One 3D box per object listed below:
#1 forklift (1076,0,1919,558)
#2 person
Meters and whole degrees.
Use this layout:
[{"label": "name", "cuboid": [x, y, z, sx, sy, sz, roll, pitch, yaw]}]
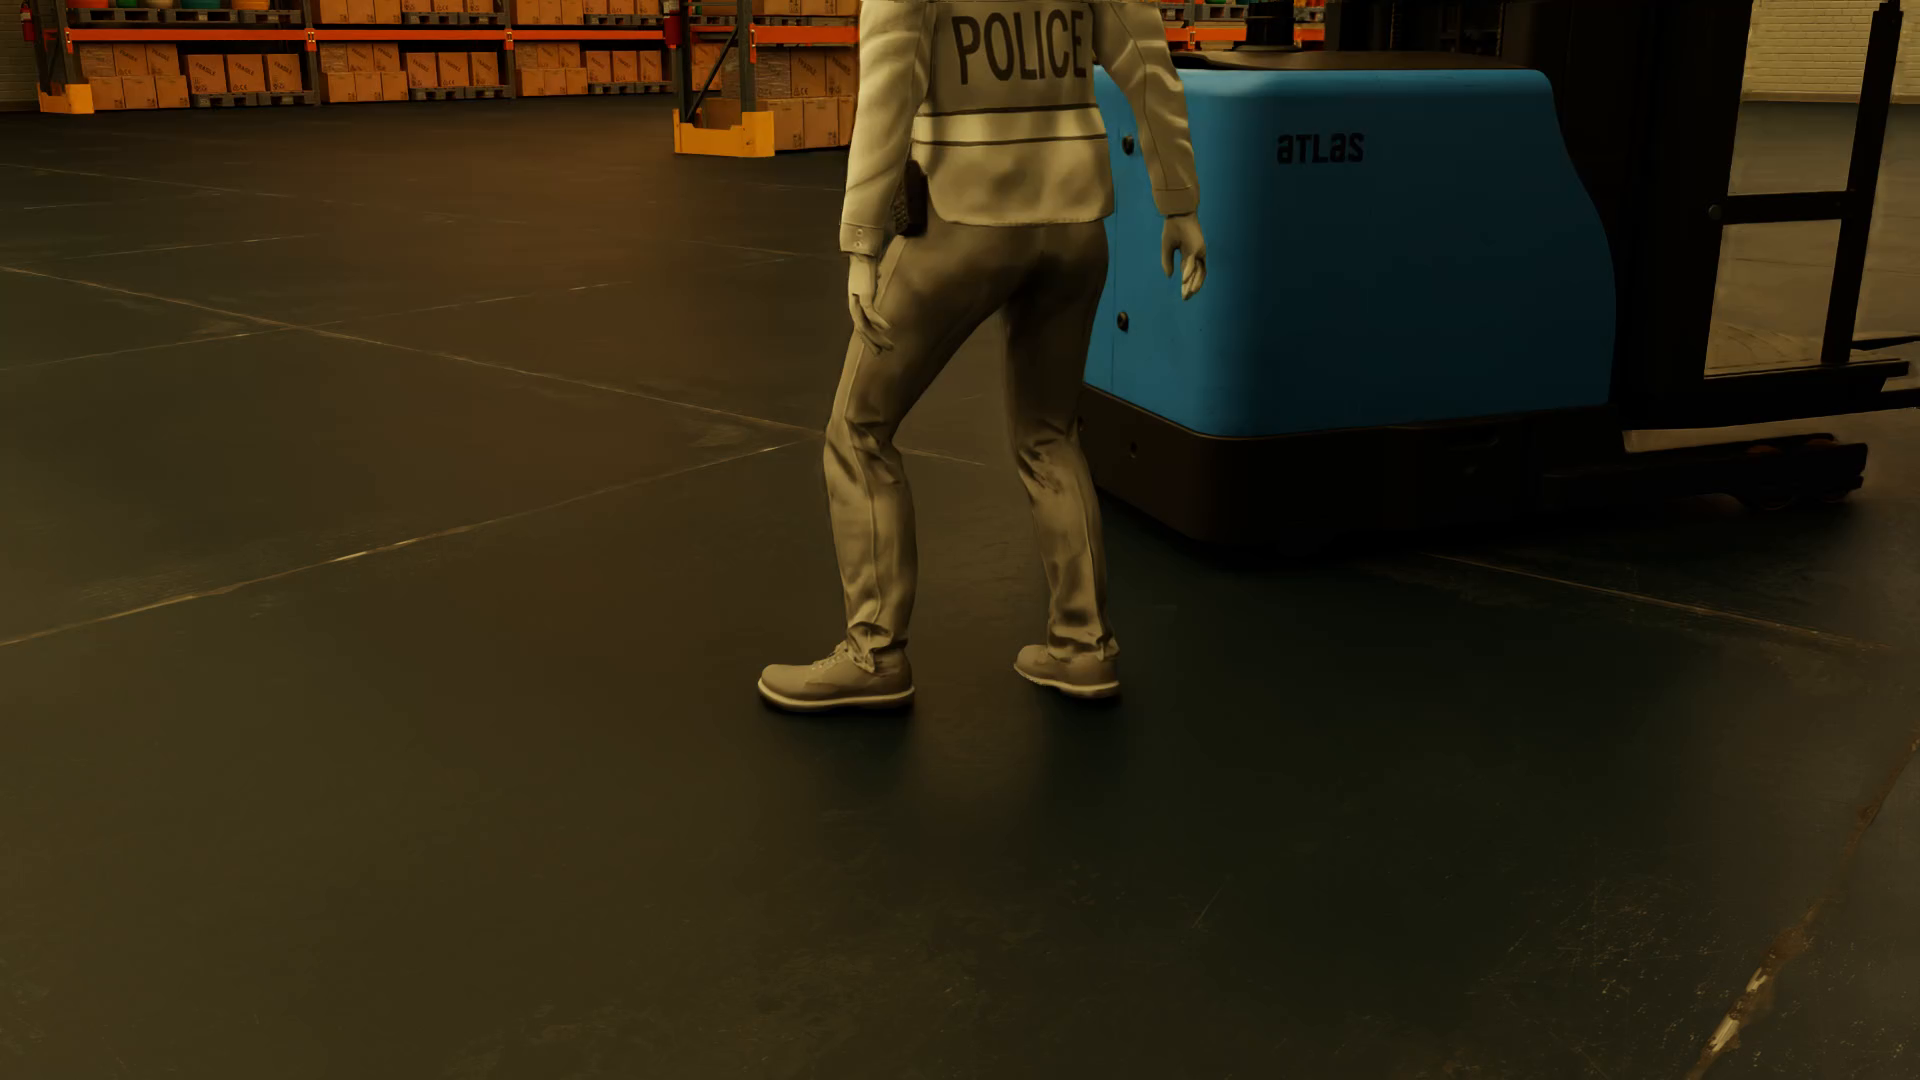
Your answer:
[{"label": "forklift", "cuboid": [1.772, -1.611, 4.204, 3.031, 2.935, 1.130, -6, 18, -20]}, {"label": "person", "cuboid": [0.044, -0.504, 2.837, 0.803, 1.639, 0.408, -9, 19, -26]}]
